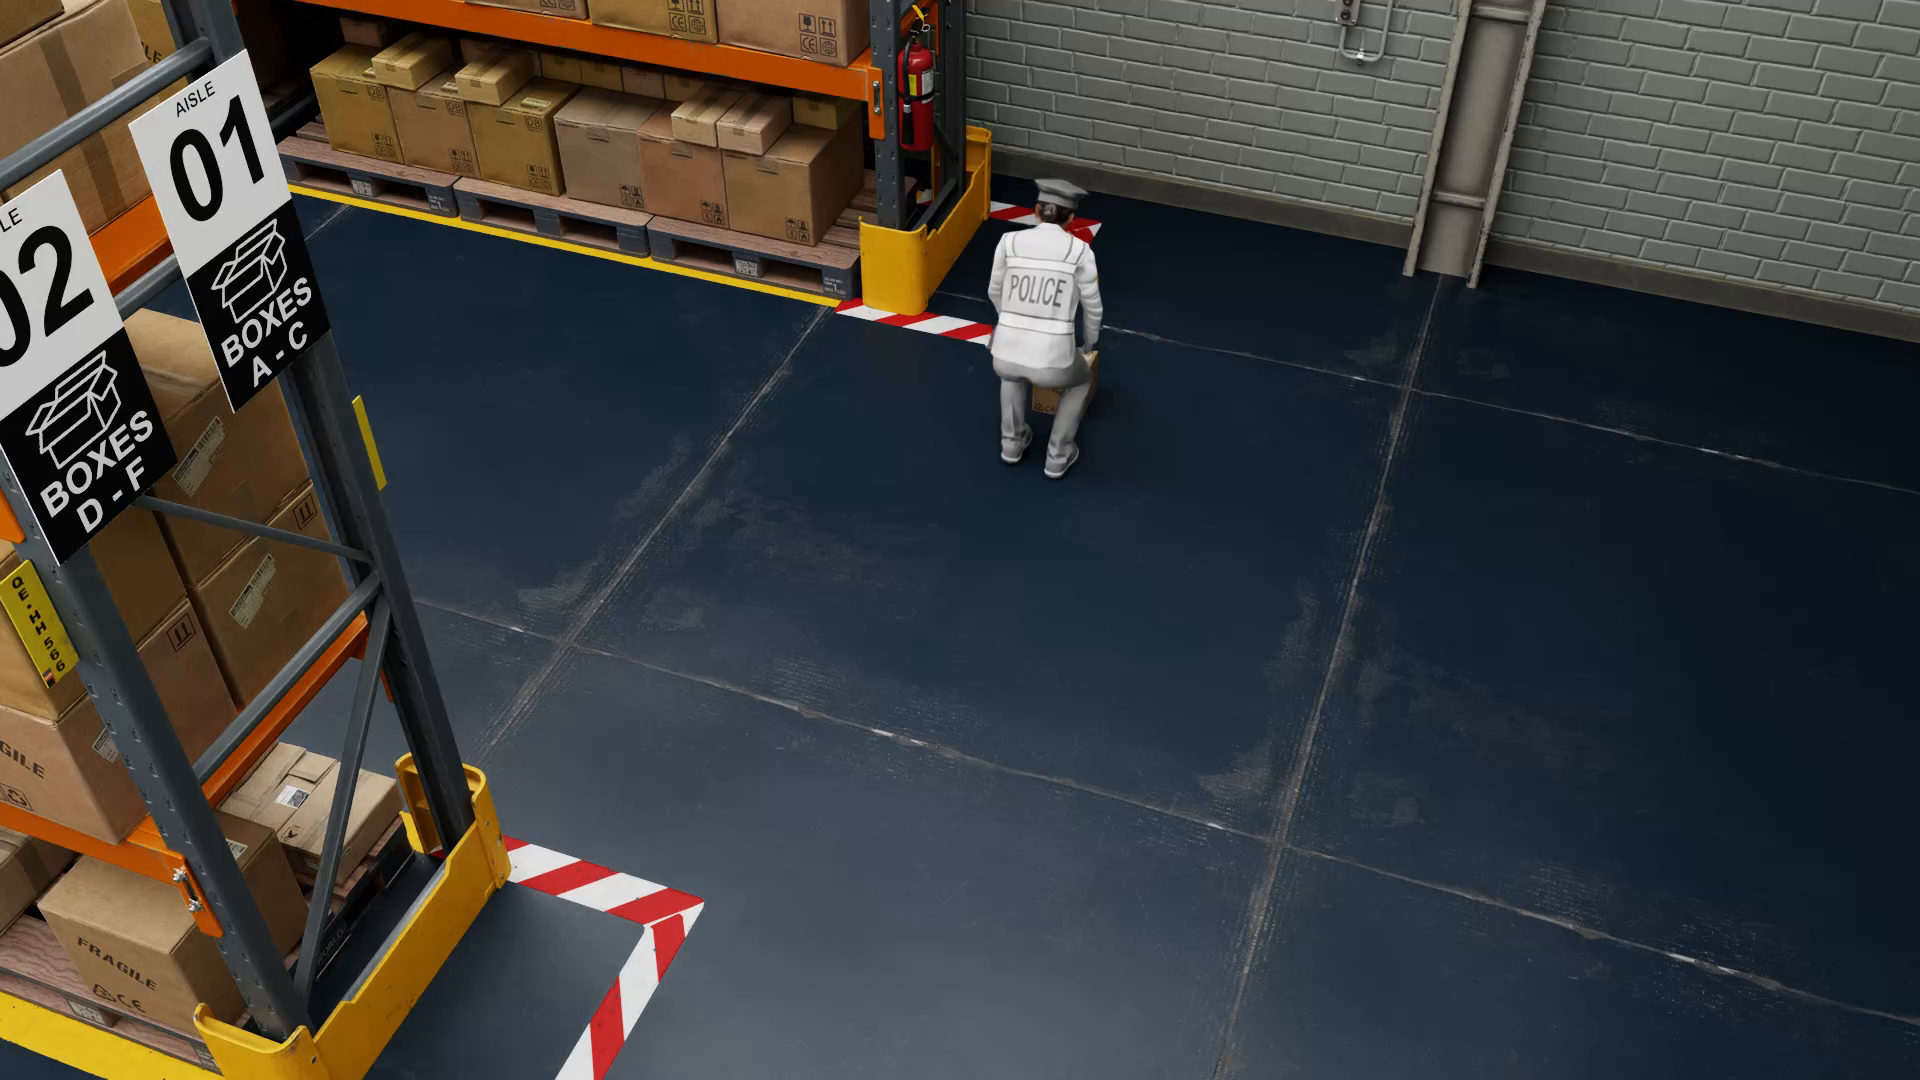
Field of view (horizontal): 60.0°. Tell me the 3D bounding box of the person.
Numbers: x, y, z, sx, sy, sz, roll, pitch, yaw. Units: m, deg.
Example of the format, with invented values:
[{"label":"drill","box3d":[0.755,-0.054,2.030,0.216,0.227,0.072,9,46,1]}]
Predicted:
[{"label":"person","box3d":[0.356,-0.931,7.467,0.534,1.320,0.739,14,44,15]}]
